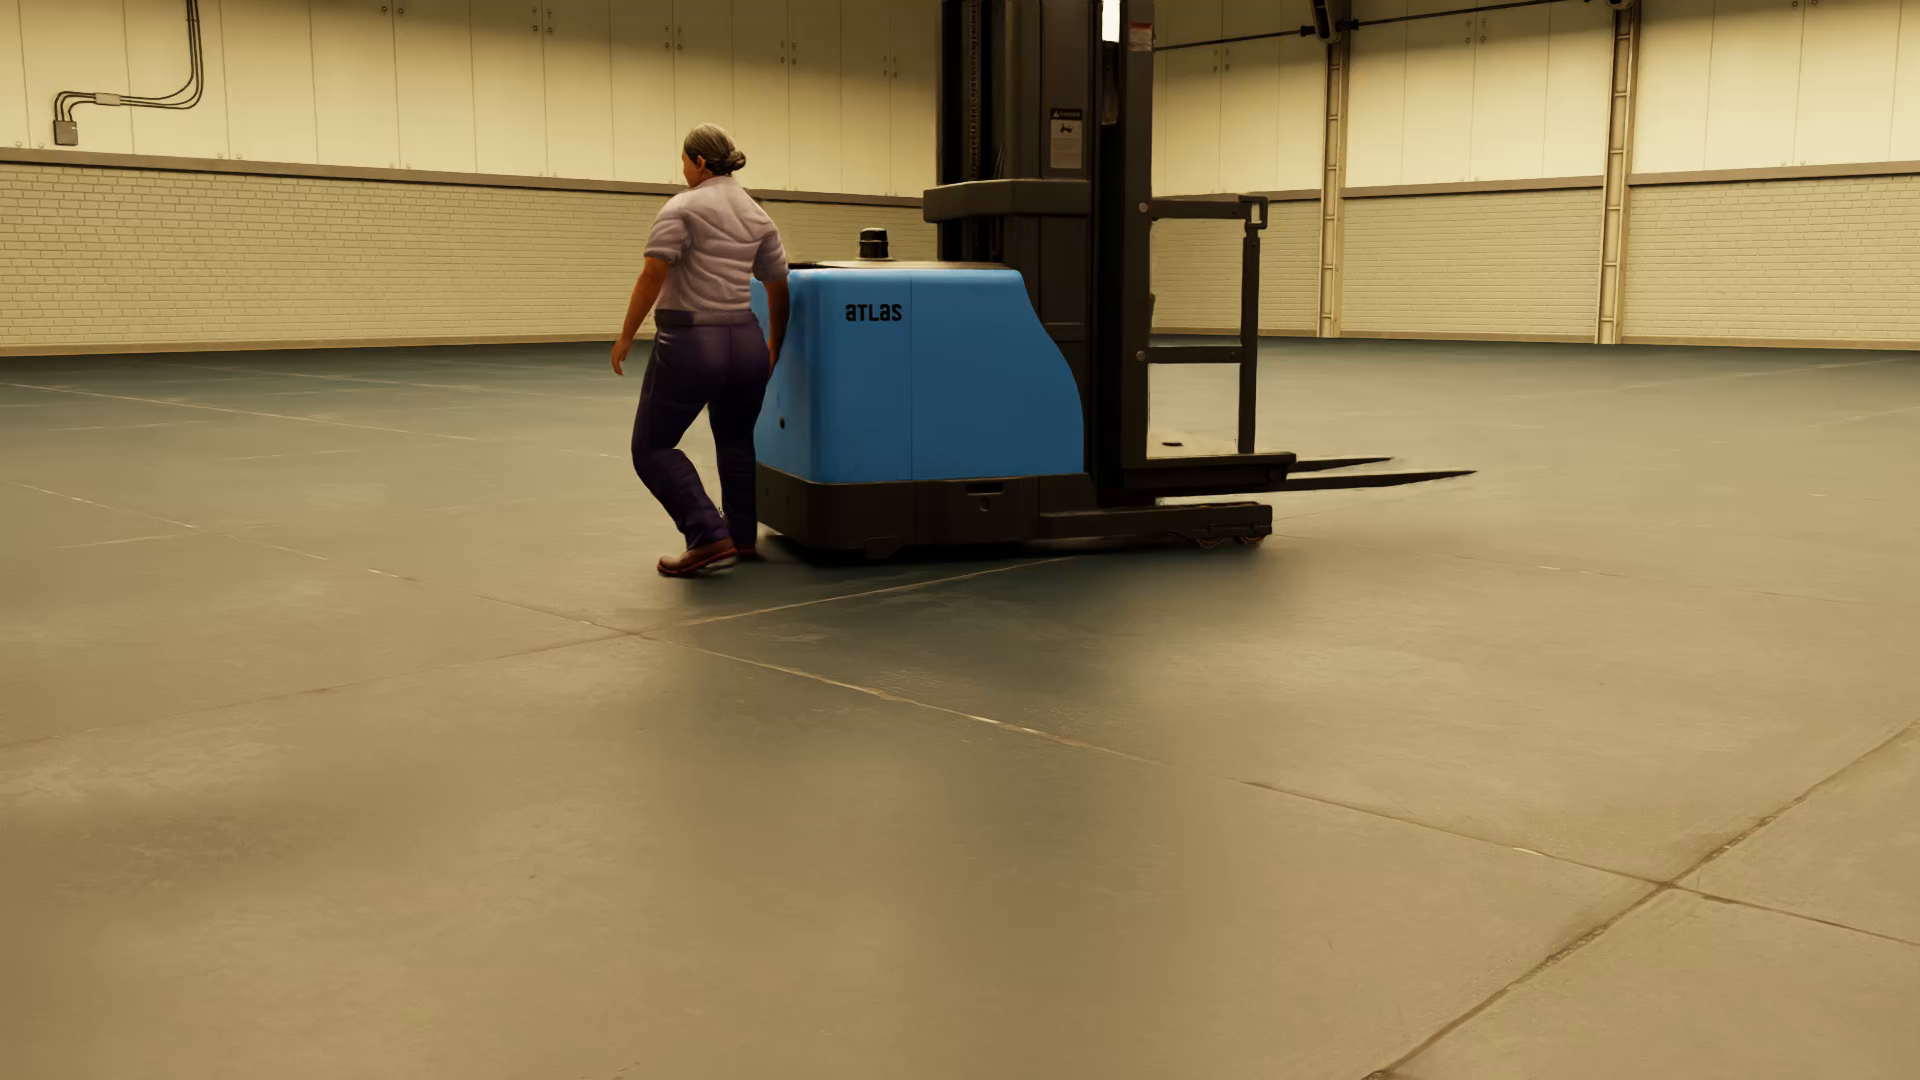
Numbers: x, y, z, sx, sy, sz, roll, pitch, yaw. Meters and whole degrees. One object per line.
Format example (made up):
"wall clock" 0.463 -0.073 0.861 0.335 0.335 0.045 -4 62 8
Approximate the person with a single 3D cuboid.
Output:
"person" -0.961 -0.689 6.020 0.710 1.579 0.640 -8 12 -43

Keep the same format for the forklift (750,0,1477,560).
"forklift" 0.707 -1.491 6.776 3.031 2.935 1.130 -3 9 -21
